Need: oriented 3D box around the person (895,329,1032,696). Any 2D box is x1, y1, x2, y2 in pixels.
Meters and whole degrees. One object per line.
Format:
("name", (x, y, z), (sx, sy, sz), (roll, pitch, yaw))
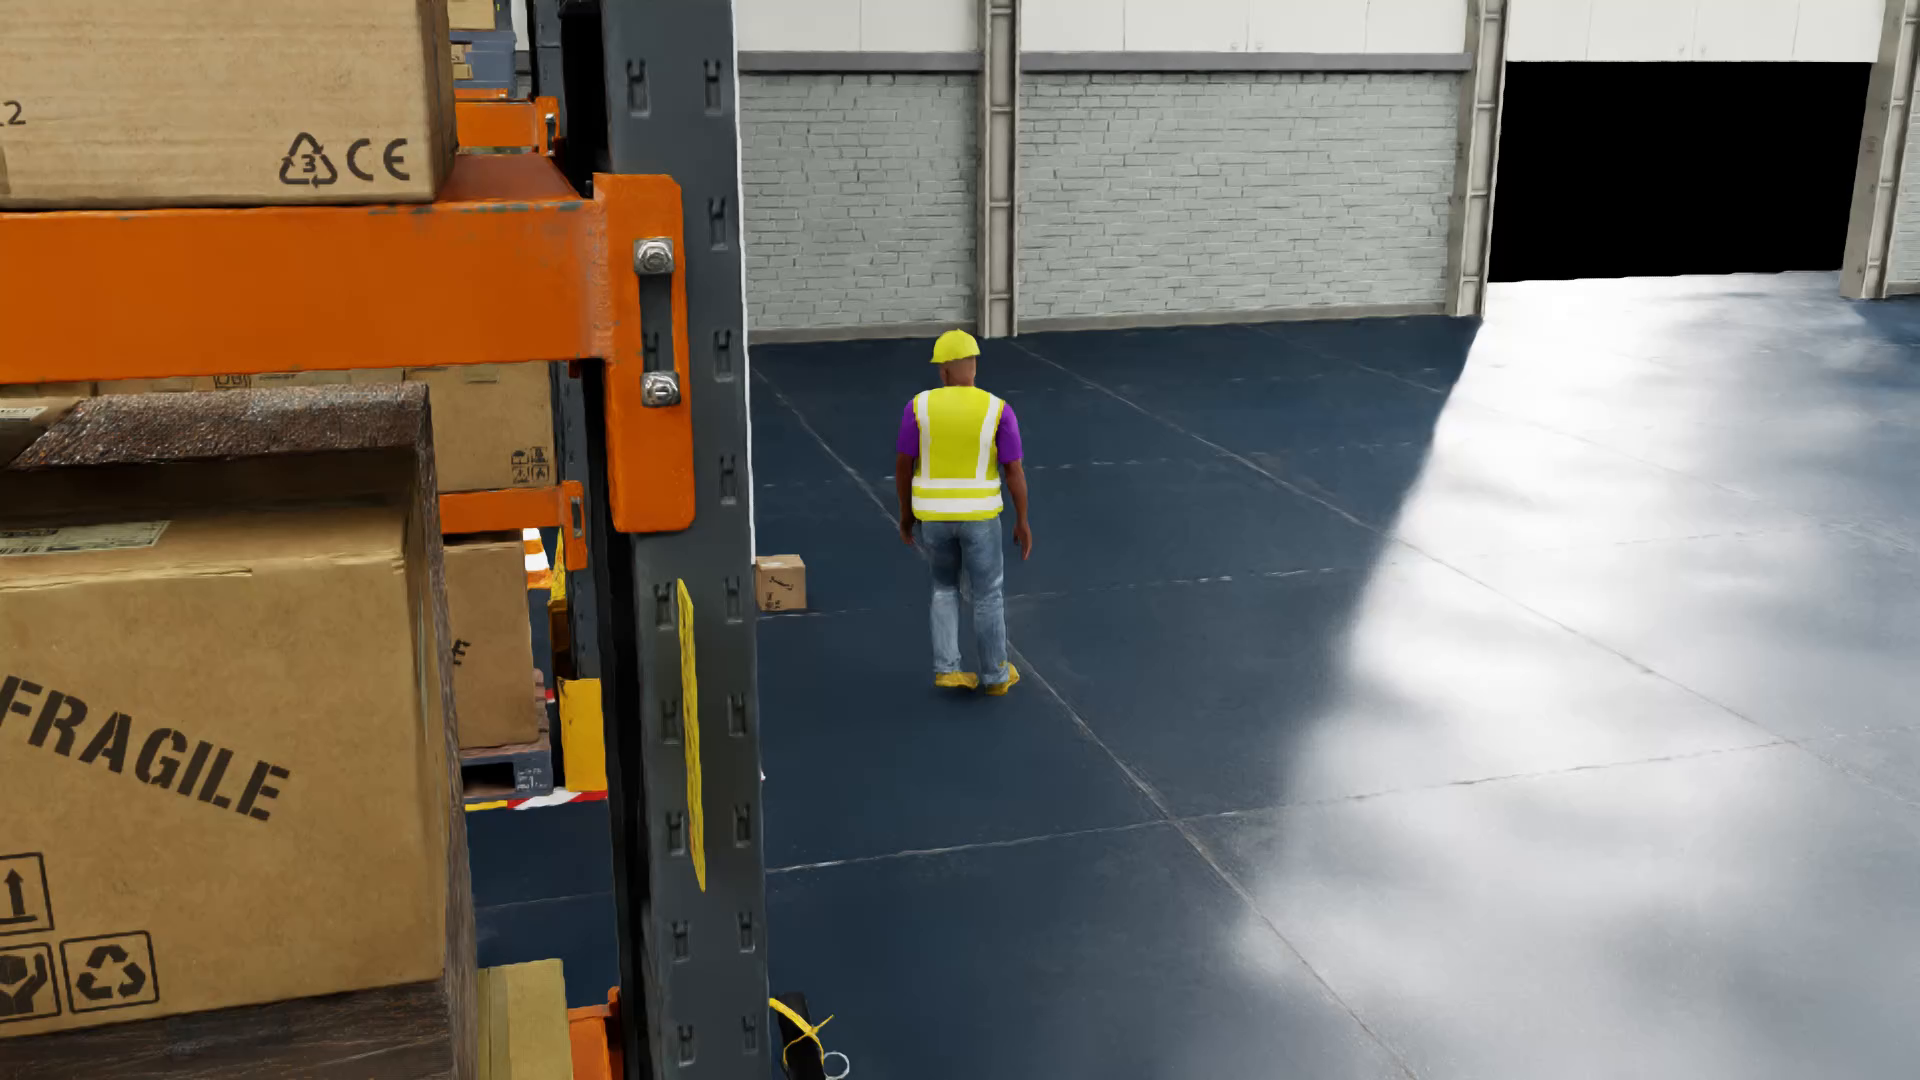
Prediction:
("person", (0.024, -0.113, 7.889), (0.651, 1.765, 0.480), (2, 16, 8))
